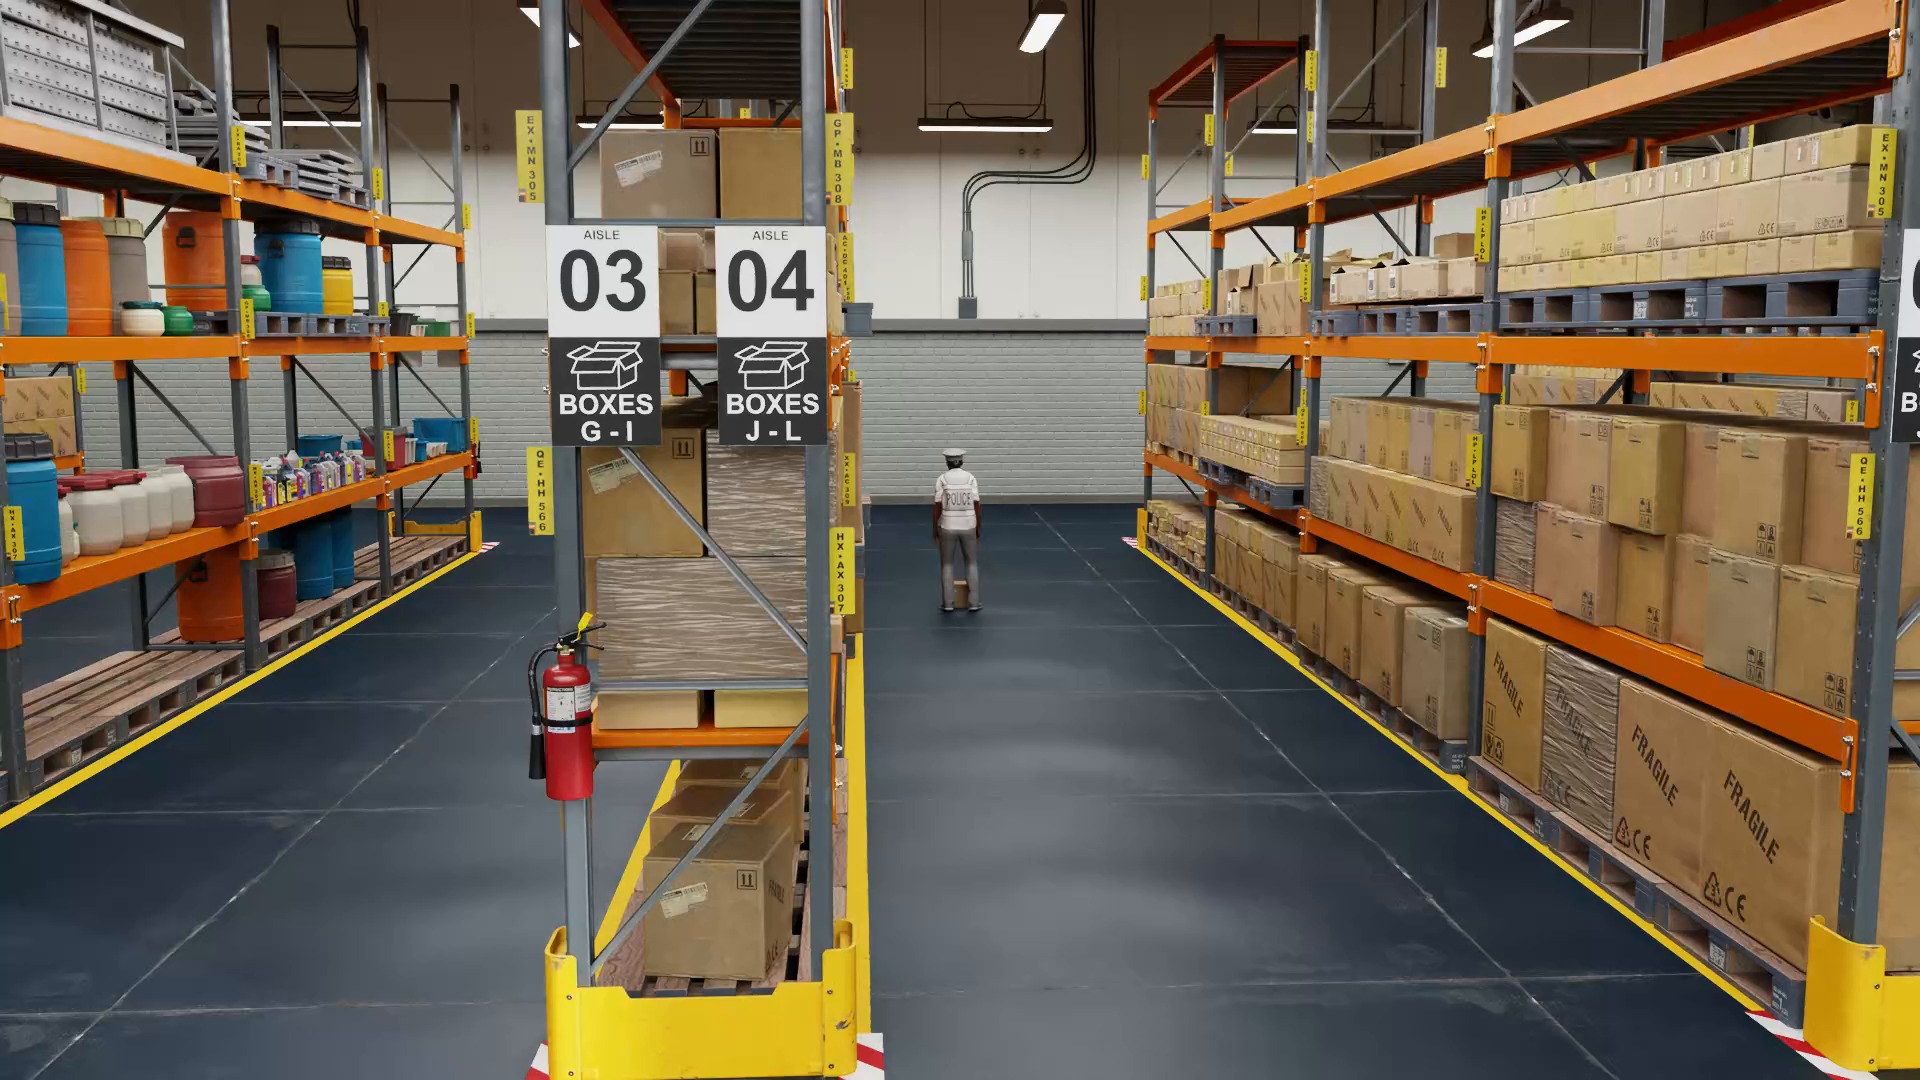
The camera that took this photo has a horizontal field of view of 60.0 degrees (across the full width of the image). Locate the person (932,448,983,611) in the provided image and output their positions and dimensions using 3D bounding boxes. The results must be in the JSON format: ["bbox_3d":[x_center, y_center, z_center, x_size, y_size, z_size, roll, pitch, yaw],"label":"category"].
[{"bbox_3d":[-0.018,-0.103,17.083,0.532,1.664,0.391,-1,7,-6],"label":"person"}]
